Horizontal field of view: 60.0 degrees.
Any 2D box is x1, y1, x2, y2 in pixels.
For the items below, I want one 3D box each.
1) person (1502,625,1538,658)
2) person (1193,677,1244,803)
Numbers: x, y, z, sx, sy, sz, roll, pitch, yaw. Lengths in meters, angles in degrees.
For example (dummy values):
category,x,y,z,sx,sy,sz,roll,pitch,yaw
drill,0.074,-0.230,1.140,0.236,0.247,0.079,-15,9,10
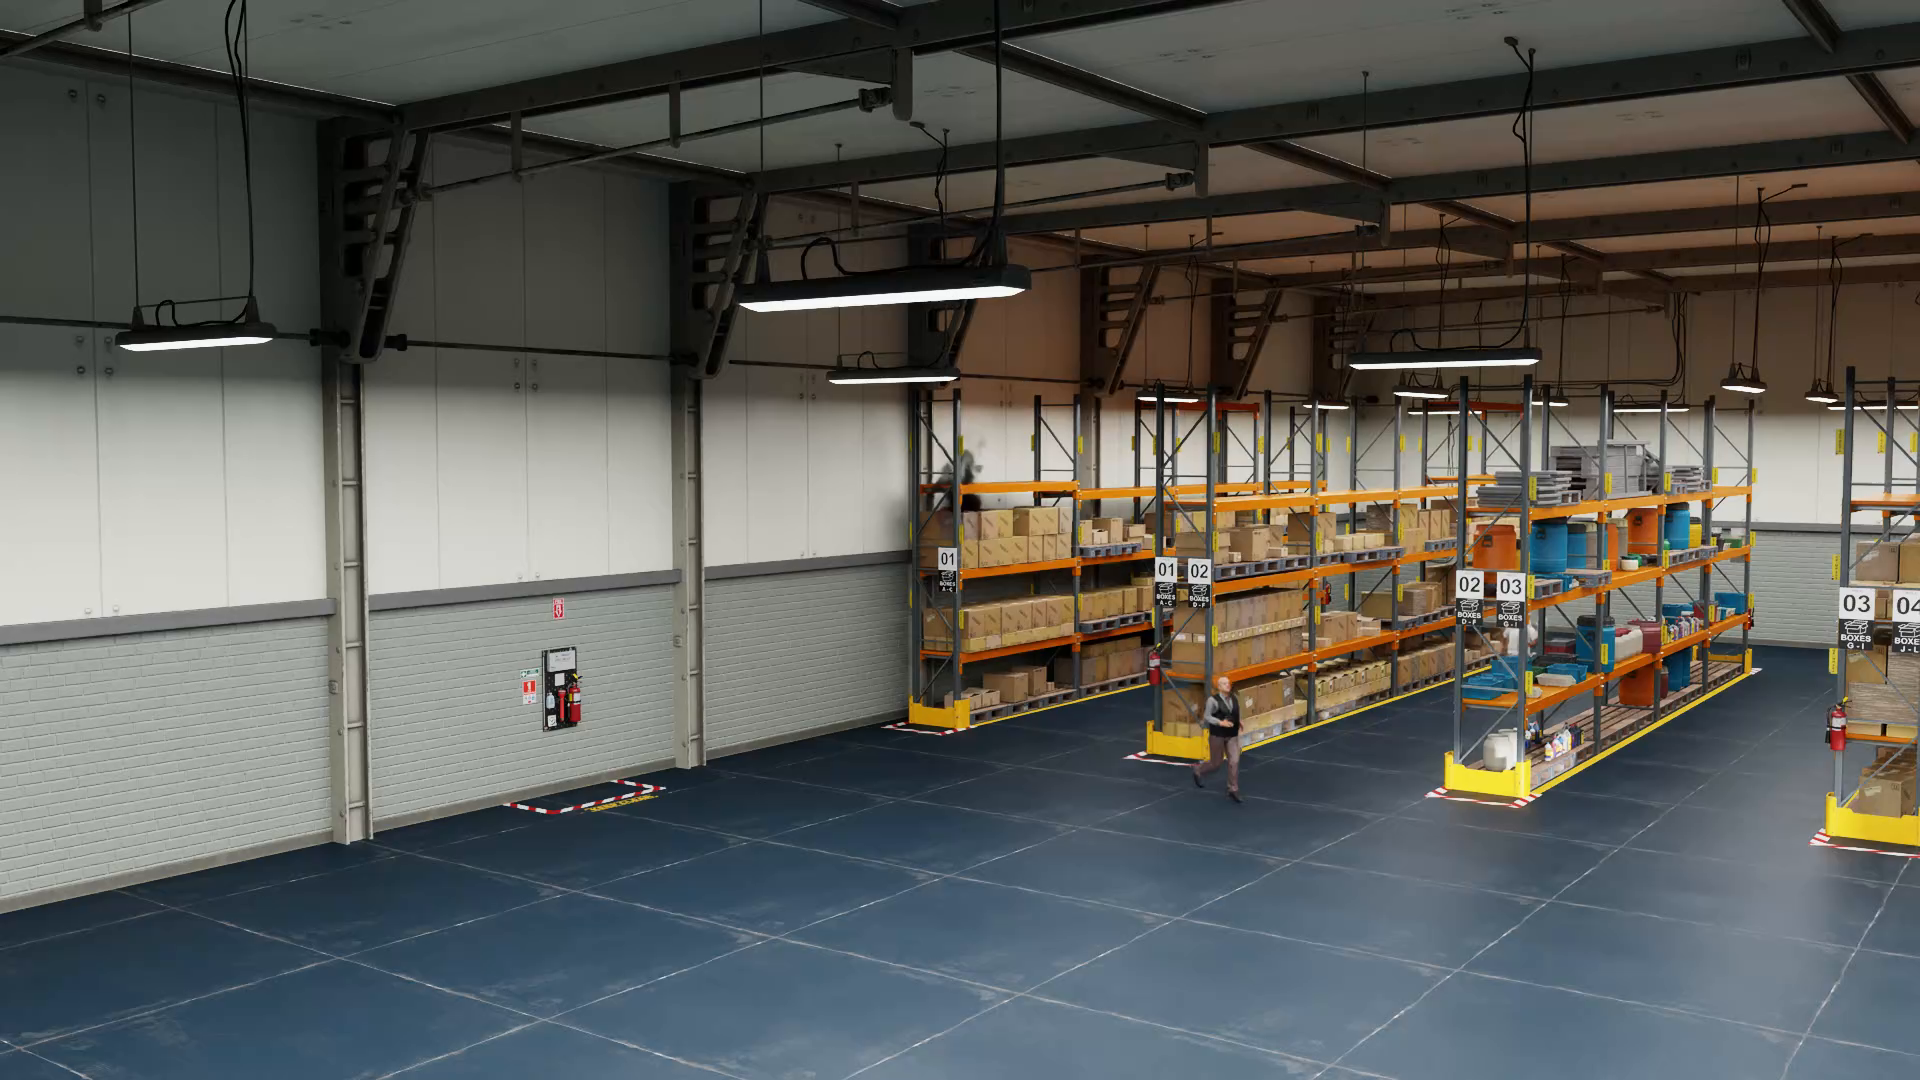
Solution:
category,x,y,z,sx,sy,sz,roll,pitch,yaw
person,11.046,2.261,32.866,0.714,1.740,0.856,2,4,27
person,3.721,2.798,23.624,0.669,1.730,0.952,-1,4,-24
